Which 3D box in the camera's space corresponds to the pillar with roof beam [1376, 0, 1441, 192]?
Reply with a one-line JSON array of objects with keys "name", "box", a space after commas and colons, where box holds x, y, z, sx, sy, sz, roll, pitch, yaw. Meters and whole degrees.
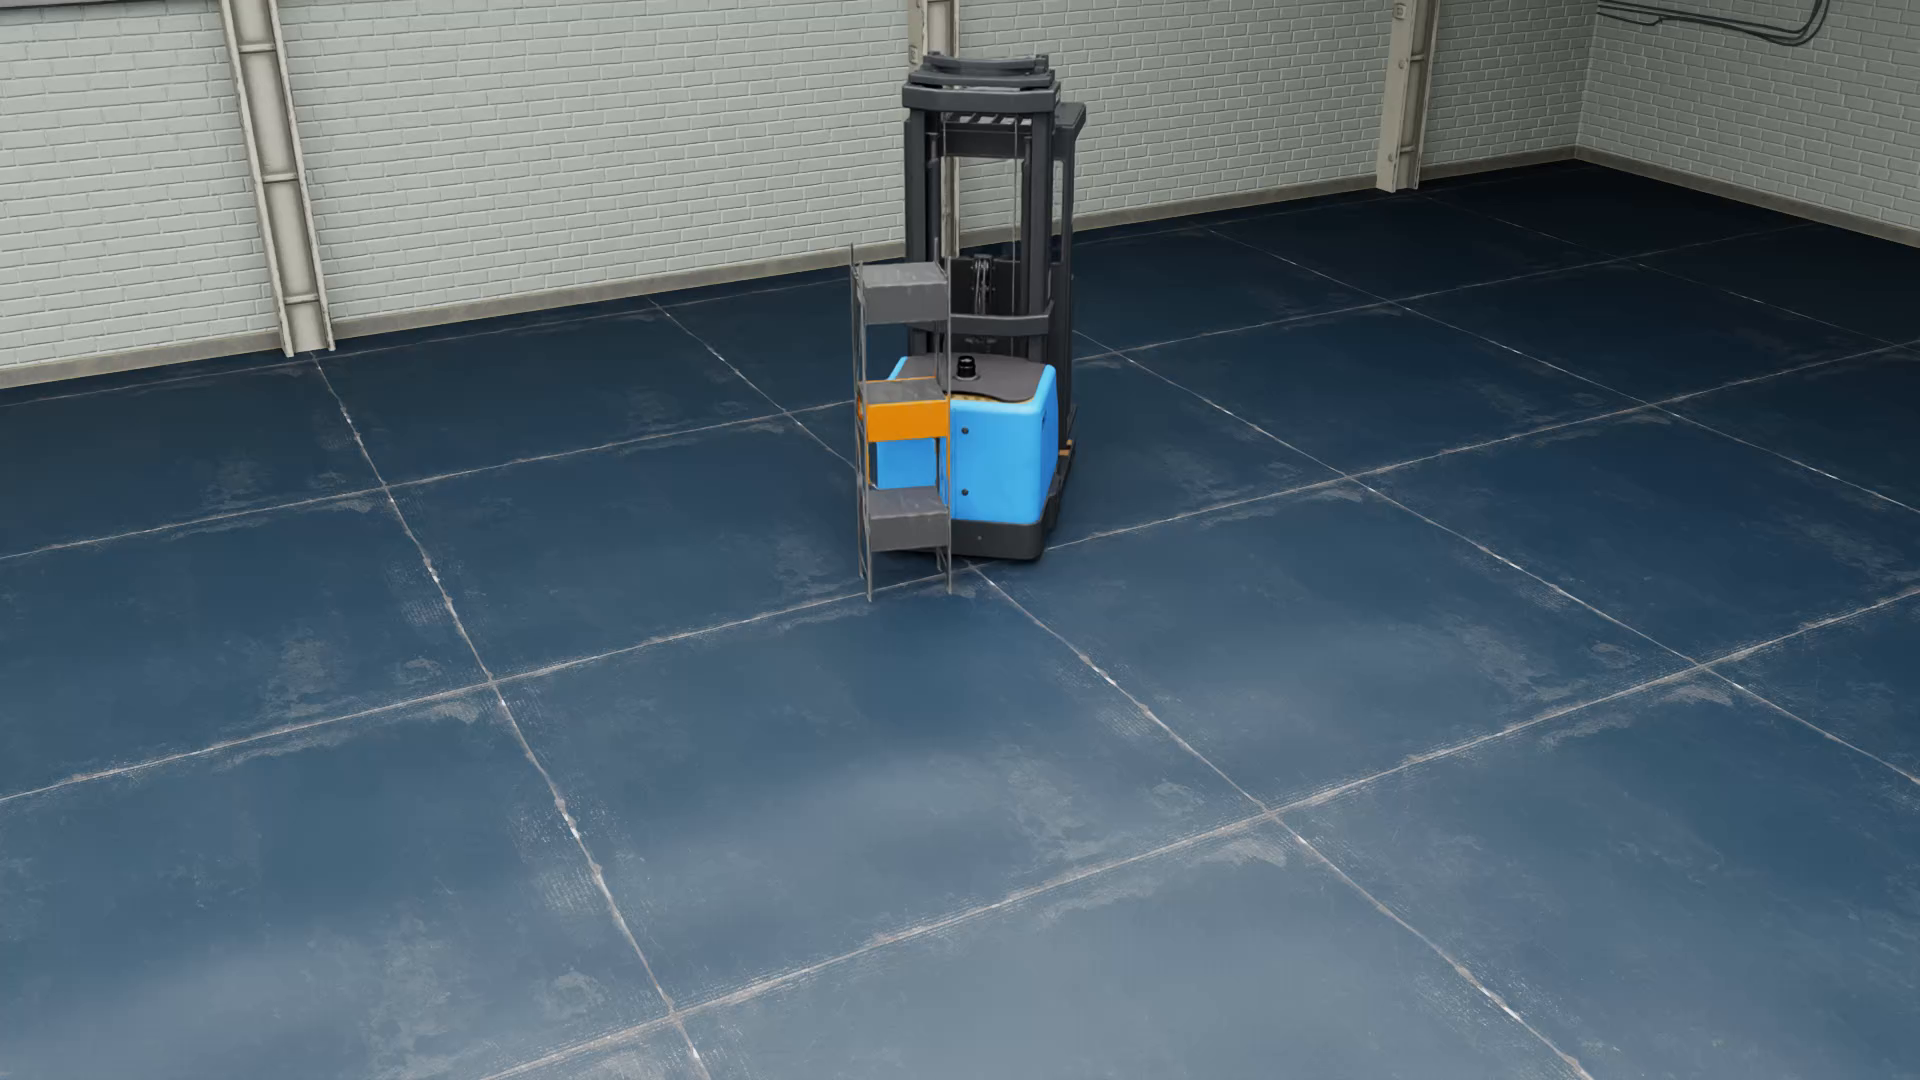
[{"name": "pillar with roof beam", "box": [7.072, -6.489, 13.868, 0.400, 9.000, 9.100, -13, 29, -25]}]

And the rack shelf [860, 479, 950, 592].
[{"name": "rack shelf", "box": [-0.337, -0.030, 10.036, 0.480, 0.518, 0.431, -5, 26, -10]}]

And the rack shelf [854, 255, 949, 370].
[{"name": "rack shelf", "box": [-0.337, -1.292, 9.430, 0.480, 0.518, 0.431, -5, 26, -10]}]

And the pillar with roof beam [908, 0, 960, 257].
[{"name": "pillar with roof beam", "box": [1.778, -5.267, 11.323, 0.400, 9.000, 9.100, -13, 29, -25]}]

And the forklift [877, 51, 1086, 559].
[{"name": "forklift", "box": [0.228, -1.812, 11.137, 1.130, 2.935, 3.031, 4, 26, 9]}]

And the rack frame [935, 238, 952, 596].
[{"name": "rack frame", "box": [-0.098, -0.695, 9.771, 0.015, 2.100, 0.400, -5, 26, -10]}]

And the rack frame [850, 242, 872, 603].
[{"name": "rack frame", "box": [-0.576, -0.653, 9.683, 0.015, 2.100, 0.400, -5, 26, -10]}]

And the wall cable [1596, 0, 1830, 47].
[{"name": "wall cable", "box": [8.268, -6.828, 18.163, 0.112, 2.526, 3.097, -13, 29, -25]}]

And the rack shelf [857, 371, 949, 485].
[{"name": "rack shelf", "box": [-0.337, -0.661, 9.733, 0.480, 0.518, 0.431, -5, 26, -10]}]

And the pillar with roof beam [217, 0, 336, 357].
[{"name": "pillar with roof beam", "box": [-3.516, -4.045, 8.778, 0.400, 9.000, 9.100, -13, 29, -25]}]

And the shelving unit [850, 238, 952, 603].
[{"name": "shelving unit", "box": [-0.337, -0.674, 9.727, 0.503, 2.100, 0.431, -5, 26, -10]}]
